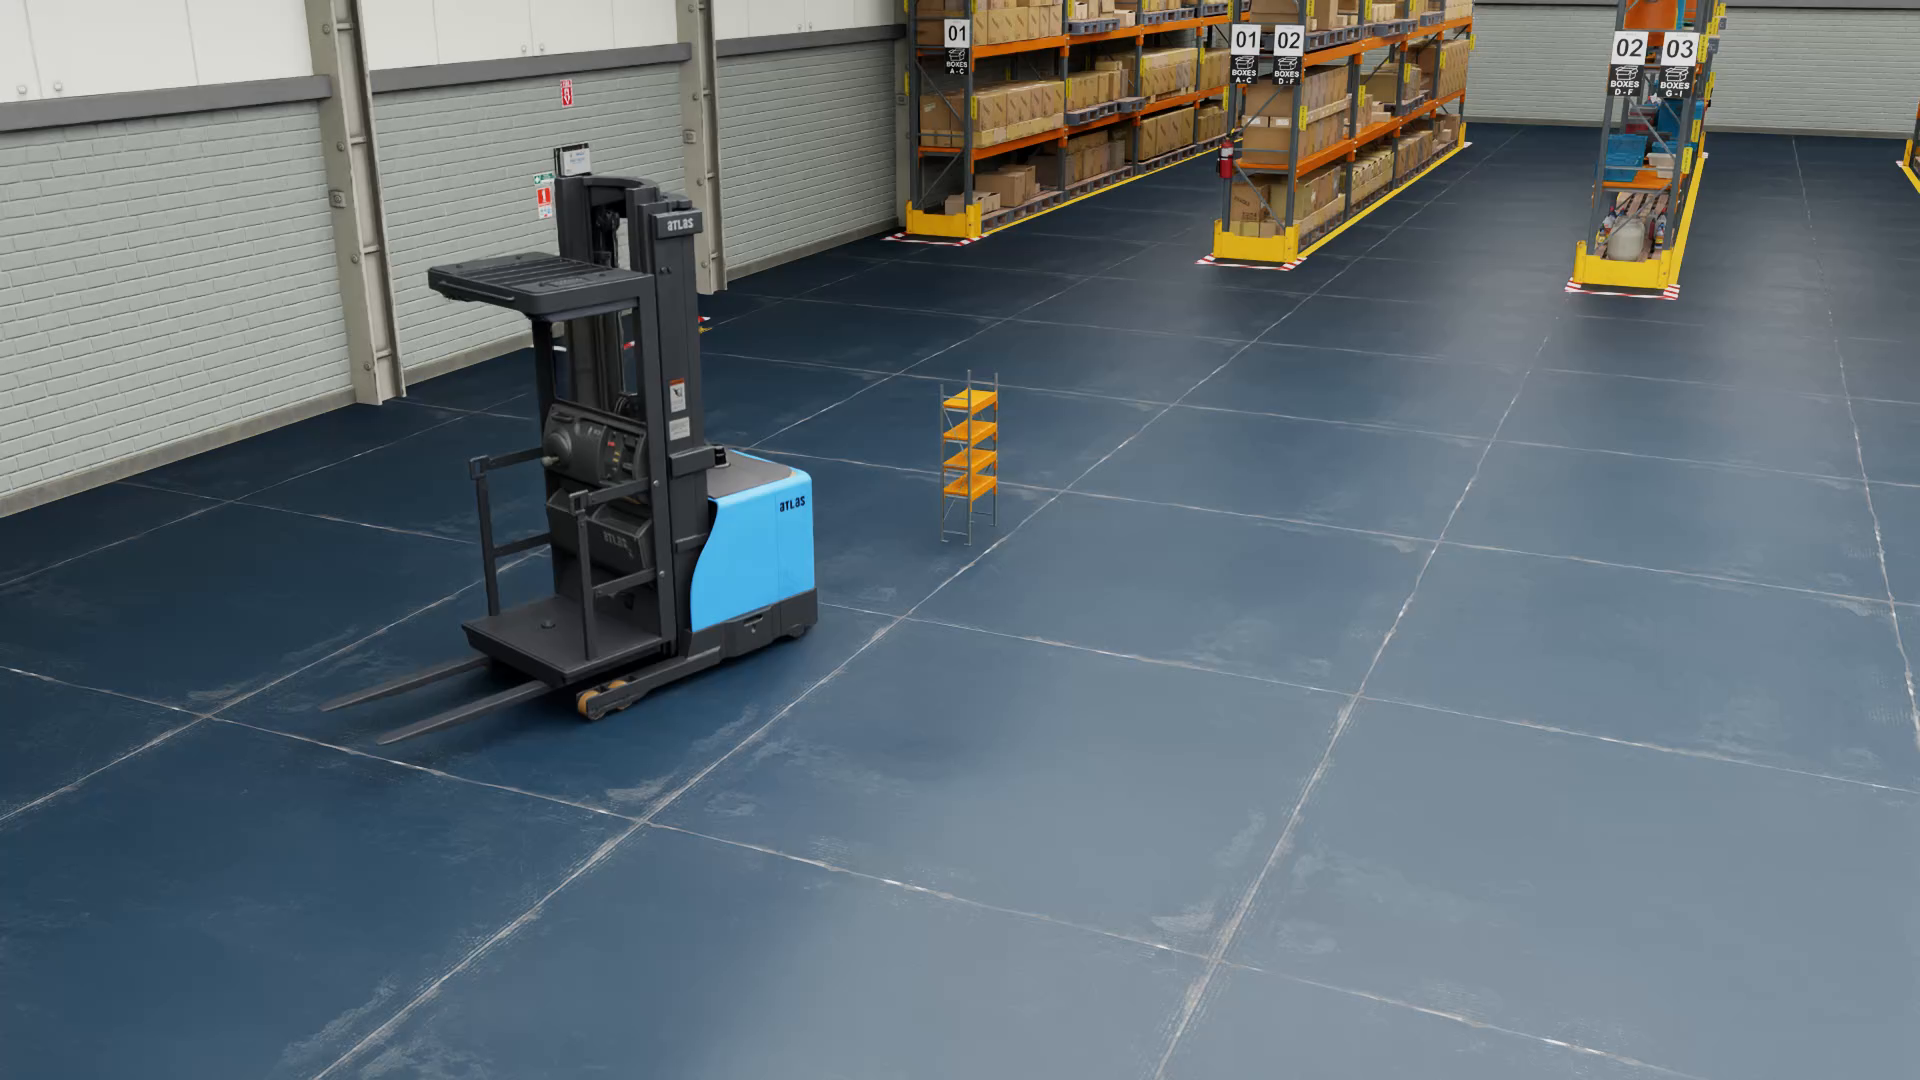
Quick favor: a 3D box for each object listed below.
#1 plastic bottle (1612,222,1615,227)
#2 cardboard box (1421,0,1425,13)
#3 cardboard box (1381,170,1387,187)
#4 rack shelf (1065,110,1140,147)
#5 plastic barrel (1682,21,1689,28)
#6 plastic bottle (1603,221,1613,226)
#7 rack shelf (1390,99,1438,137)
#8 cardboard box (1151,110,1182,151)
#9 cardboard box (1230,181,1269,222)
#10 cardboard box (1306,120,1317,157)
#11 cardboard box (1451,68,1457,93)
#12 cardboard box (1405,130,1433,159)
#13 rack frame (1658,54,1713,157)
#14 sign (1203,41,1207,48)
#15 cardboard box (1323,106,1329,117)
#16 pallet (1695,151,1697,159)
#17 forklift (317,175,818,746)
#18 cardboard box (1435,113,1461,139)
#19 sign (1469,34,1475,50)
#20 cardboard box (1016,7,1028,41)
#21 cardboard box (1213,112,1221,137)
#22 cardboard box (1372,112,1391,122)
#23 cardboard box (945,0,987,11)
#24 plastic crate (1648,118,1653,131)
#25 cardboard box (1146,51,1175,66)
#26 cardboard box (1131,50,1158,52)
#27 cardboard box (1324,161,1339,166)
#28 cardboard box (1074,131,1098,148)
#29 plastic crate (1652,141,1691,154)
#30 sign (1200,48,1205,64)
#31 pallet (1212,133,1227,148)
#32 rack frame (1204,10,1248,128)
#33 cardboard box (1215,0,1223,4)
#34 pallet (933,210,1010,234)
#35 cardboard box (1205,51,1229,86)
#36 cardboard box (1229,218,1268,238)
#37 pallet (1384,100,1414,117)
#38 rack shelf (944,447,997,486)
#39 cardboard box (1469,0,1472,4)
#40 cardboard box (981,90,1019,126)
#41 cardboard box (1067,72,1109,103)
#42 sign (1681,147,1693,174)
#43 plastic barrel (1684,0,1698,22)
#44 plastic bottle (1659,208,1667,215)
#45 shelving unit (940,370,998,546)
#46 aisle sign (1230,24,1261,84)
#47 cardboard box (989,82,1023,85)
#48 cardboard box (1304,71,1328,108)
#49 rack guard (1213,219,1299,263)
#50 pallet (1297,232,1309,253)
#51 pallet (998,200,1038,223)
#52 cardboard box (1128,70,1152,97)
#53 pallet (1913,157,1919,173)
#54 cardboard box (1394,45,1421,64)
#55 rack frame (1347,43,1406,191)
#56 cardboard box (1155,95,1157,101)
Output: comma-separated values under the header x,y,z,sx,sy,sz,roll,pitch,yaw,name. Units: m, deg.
x,y,z,sx,sy,sz,roll,pitch,yaw,name
9.327,-4.387,23.725,0.061,0.283,0.133,9,21,23,plastic bottle
8.619,-10.482,32.065,0.600,0.600,0.600,8,21,22,cardboard box
7.307,-6.455,29.620,0.500,0.250,0.500,8,21,22,cardboard box
2.168,-7.634,30.530,1.077,0.370,4.000,9,21,23,rack shelf
11.971,-8.482,27.598,0.294,0.245,0.294,0,20,0,plastic barrel
9.287,-4.440,23.886,0.152,0.276,0.135,8,21,21,plastic bottle
8.327,-8.178,32.061,1.077,0.370,4.000,9,21,23,rack shelf
4.116,-8.503,34.483,0.750,0.750,0.750,9,22,24,cardboard box
4.180,-4.920,24.185,0.500,0.500,0.500,9,21,23,cardboard box
4.854,-5.960,24.602,0.700,0.500,0.500,9,21,23,cardboard box
10.224,-9.759,35.284,0.500,0.500,0.500,8,21,22,cardboard box
9.205,-7.967,33.470,0.500,0.500,0.500,8,21,22,cardboard box
15.301,-9.670,35.183,1.000,3.000,0.127,9,21,23,rack frame
5.759,-11.553,39.066,0.100,0.325,0.005,9,21,23,sign
5.327,-6.453,25.020,0.380,0.149,0.250,9,22,24,cardboard box
14.928,-8.109,34.956,1.003,0.211,1.213,9,21,23,pallet
-2.287,-0.539,9.611,1.130,2.935,3.031,17,26,40,forklift
10.786,-9.180,36.880,0.500,0.500,0.500,9,21,23,cardboard box
11.282,-10.963,36.619,0.100,0.325,0.005,9,21,23,sign
0.738,-8.161,26.285,0.500,0.500,0.500,10,22,26,cardboard box
5.446,-9.351,37.390,0.700,0.500,0.500,9,22,24,cardboard box
7.392,-7.474,29.383,0.380,0.149,0.250,9,21,23,cardboard box
0.090,-8.164,24.800,0.500,0.500,0.500,7,21,19,cardboard box
10.555,-6.374,25.939,0.392,0.384,0.575,9,21,23,plastic crate
4.032,-9.712,33.559,0.500,0.250,0.500,8,21,22,cardboard box
3.790,-9.937,34.192,0.500,0.250,0.500,8,21,21,cardboard box
6.188,-6.324,28.415,0.500,0.311,0.500,8,21,23,cardboard box
2.243,-7.416,30.800,0.500,0.250,0.500,8,21,22,cardboard box
10.182,-5.556,23.837,0.499,0.251,0.616,9,21,23,plastic crate
5.124,-10.243,35.185,0.100,0.325,0.005,9,21,23,sign
5.506,-9.089,37.710,1.003,0.211,1.213,9,21,23,pallet
6.263,-11.029,39.005,1.000,3.000,0.127,9,21,23,rack frame
5.370,-11.723,35.927,0.500,0.250,0.500,8,21,22,cardboard box
0.107,-5.091,26.470,1.003,0.211,1.213,9,21,23,pallet
5.455,-10.558,37.231,0.980,0.700,0.700,7,21,20,cardboard box
4.182,-4.567,24.310,0.500,0.250,0.500,9,21,23,cardboard box
7.721,-8.032,30.863,1.213,0.211,1.003,9,21,23,pallet
0.068,-0.553,12.433,0.258,0.148,0.480,9,21,23,rack shelf
10.806,-11.737,35.996,0.500,0.250,0.500,9,21,23,cardboard box
0.610,-6.842,26.306,0.500,0.500,0.500,8,21,21,cardboard box
2.314,-8.309,30.551,0.700,0.500,0.500,9,21,23,cardboard box
9.249,-4.833,21.168,0.100,0.325,0.005,9,21,23,sign
12.260,-9.211,28.148,0.600,0.830,0.708,9,21,23,plastic barrel
10.387,-4.724,24.574,0.144,0.351,0.185,8,21,21,plastic bottle
0.068,-0.616,12.410,0.258,1.200,0.503,9,21,23,shelving unit
3.937,-6.705,22.966,0.394,0.787,0.004,9,21,23,aisle sign
0.751,-7.381,27.820,0.500,0.500,0.500,8,21,22,cardboard box
5.077,-6.744,24.870,0.700,0.500,0.500,9,21,23,cardboard box
4.222,-4.275,23.742,1.175,0.500,0.348,9,21,23,rack guard
4.507,-4.385,24.485,1.003,0.211,1.213,9,21,23,pallet
0.608,-5.463,27.514,1.003,0.211,1.213,9,21,23,pallet
3.419,-8.894,32.378,0.500,0.500,0.500,9,22,24,cardboard box
19.564,-7.421,33.022,1.003,0.211,1.213,9,21,23,pallet
9.117,-9.836,34.009,0.500,0.500,0.500,9,21,23,cardboard box
7.508,-7.905,30.221,1.000,3.000,0.127,9,21,23,rack frame
3.719,-8.864,33.260,0.380,0.149,0.250,9,21,24,cardboard box
